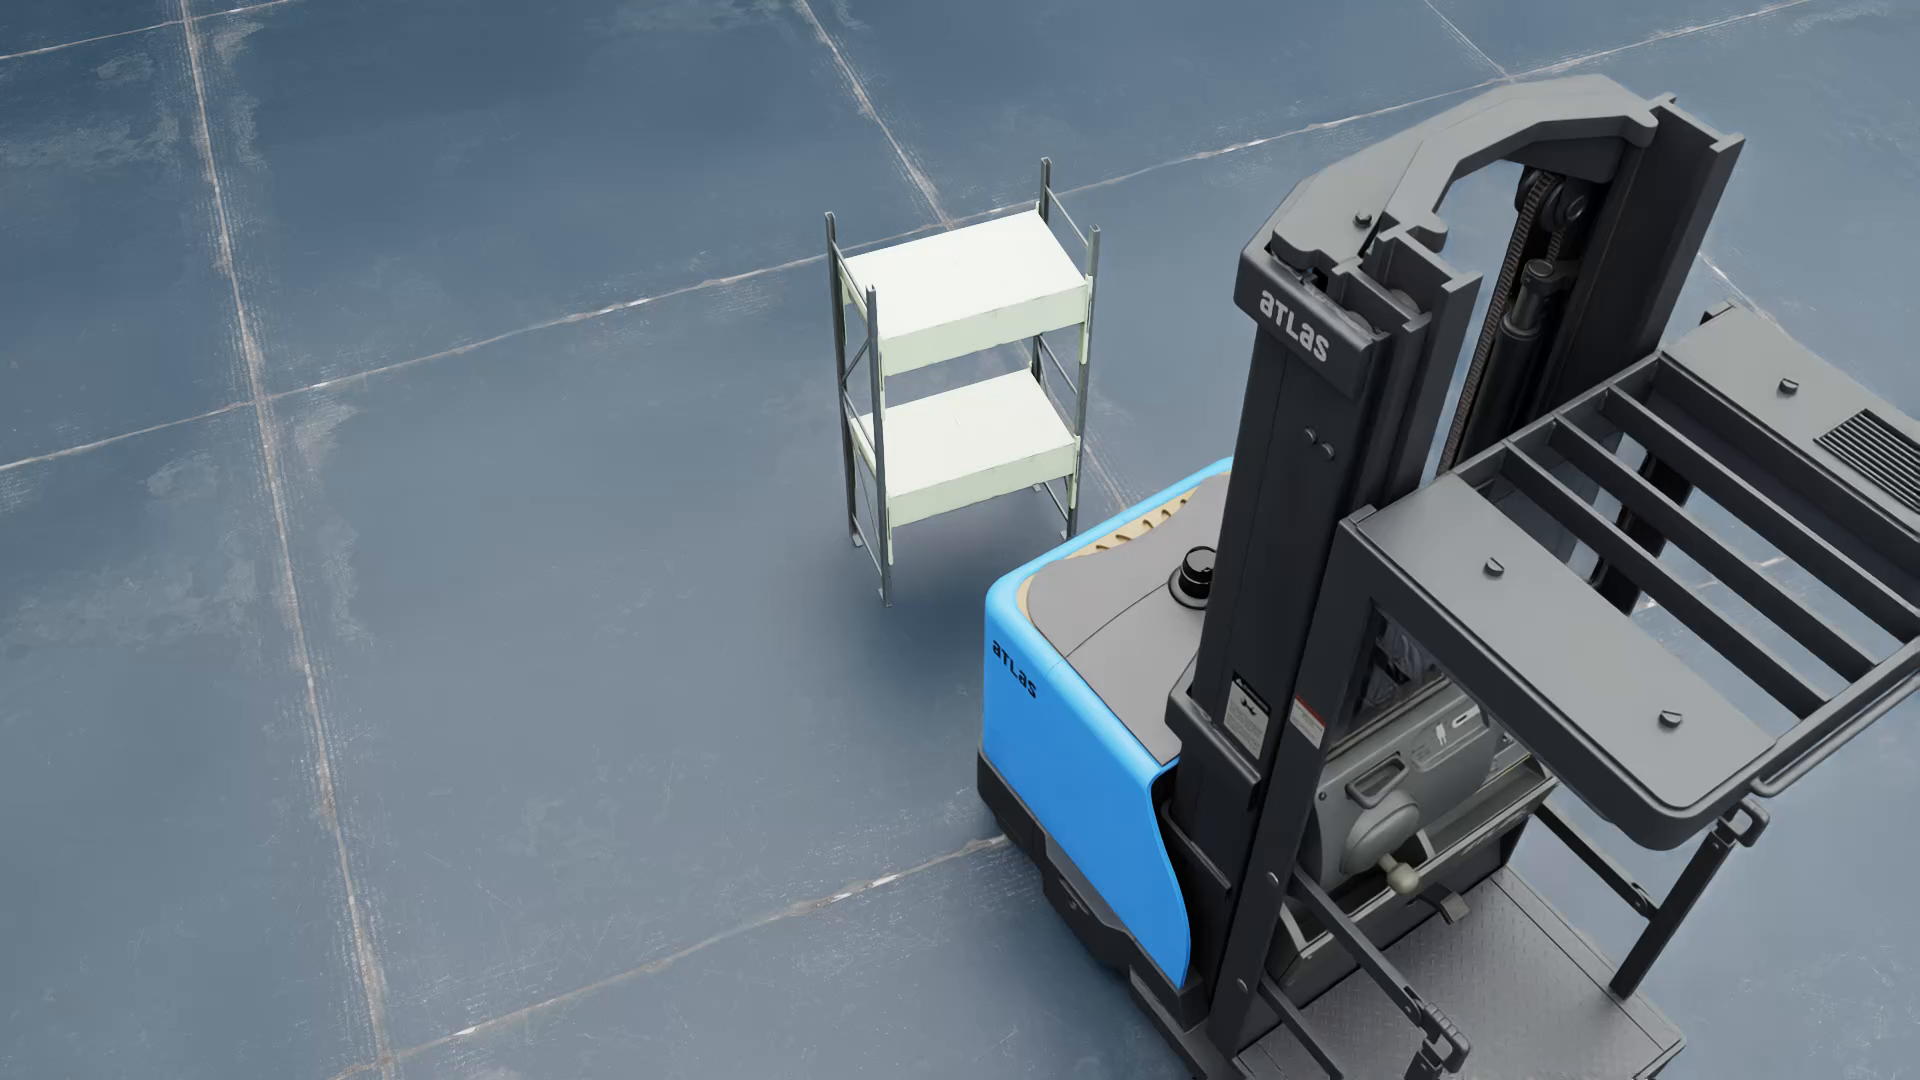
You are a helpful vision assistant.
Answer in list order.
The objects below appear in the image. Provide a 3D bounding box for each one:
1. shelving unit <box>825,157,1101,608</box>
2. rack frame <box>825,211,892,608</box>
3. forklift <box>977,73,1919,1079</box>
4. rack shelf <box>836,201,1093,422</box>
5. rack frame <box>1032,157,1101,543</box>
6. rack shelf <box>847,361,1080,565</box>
[{"bbox_3d":[0.006,-0.491,5.683,0.755,1.500,0.431,-17,52,-14],"label":"shelving unit"},{"bbox_3d":[-0.333,-0.386,5.593,0.023,1.500,0.400,-17,52,-14],"label":"rack frame"},{"bbox_3d":[1.303,0.594,3.808,1.130,2.935,3.031,-27,55,-22],"label":"forklift"},{"bbox_3d":[0.006,-0.745,5.387,0.720,0.370,0.431,-17,52,-14],"label":"rack shelf"},{"bbox_3d":[0.345,-0.596,5.773,0.023,1.500,0.400,-17,52,-14],"label":"rack frame"},{"bbox_3d":[0.006,-0.278,5.930,0.720,0.370,0.431,-17,52,-14],"label":"rack shelf"}]
